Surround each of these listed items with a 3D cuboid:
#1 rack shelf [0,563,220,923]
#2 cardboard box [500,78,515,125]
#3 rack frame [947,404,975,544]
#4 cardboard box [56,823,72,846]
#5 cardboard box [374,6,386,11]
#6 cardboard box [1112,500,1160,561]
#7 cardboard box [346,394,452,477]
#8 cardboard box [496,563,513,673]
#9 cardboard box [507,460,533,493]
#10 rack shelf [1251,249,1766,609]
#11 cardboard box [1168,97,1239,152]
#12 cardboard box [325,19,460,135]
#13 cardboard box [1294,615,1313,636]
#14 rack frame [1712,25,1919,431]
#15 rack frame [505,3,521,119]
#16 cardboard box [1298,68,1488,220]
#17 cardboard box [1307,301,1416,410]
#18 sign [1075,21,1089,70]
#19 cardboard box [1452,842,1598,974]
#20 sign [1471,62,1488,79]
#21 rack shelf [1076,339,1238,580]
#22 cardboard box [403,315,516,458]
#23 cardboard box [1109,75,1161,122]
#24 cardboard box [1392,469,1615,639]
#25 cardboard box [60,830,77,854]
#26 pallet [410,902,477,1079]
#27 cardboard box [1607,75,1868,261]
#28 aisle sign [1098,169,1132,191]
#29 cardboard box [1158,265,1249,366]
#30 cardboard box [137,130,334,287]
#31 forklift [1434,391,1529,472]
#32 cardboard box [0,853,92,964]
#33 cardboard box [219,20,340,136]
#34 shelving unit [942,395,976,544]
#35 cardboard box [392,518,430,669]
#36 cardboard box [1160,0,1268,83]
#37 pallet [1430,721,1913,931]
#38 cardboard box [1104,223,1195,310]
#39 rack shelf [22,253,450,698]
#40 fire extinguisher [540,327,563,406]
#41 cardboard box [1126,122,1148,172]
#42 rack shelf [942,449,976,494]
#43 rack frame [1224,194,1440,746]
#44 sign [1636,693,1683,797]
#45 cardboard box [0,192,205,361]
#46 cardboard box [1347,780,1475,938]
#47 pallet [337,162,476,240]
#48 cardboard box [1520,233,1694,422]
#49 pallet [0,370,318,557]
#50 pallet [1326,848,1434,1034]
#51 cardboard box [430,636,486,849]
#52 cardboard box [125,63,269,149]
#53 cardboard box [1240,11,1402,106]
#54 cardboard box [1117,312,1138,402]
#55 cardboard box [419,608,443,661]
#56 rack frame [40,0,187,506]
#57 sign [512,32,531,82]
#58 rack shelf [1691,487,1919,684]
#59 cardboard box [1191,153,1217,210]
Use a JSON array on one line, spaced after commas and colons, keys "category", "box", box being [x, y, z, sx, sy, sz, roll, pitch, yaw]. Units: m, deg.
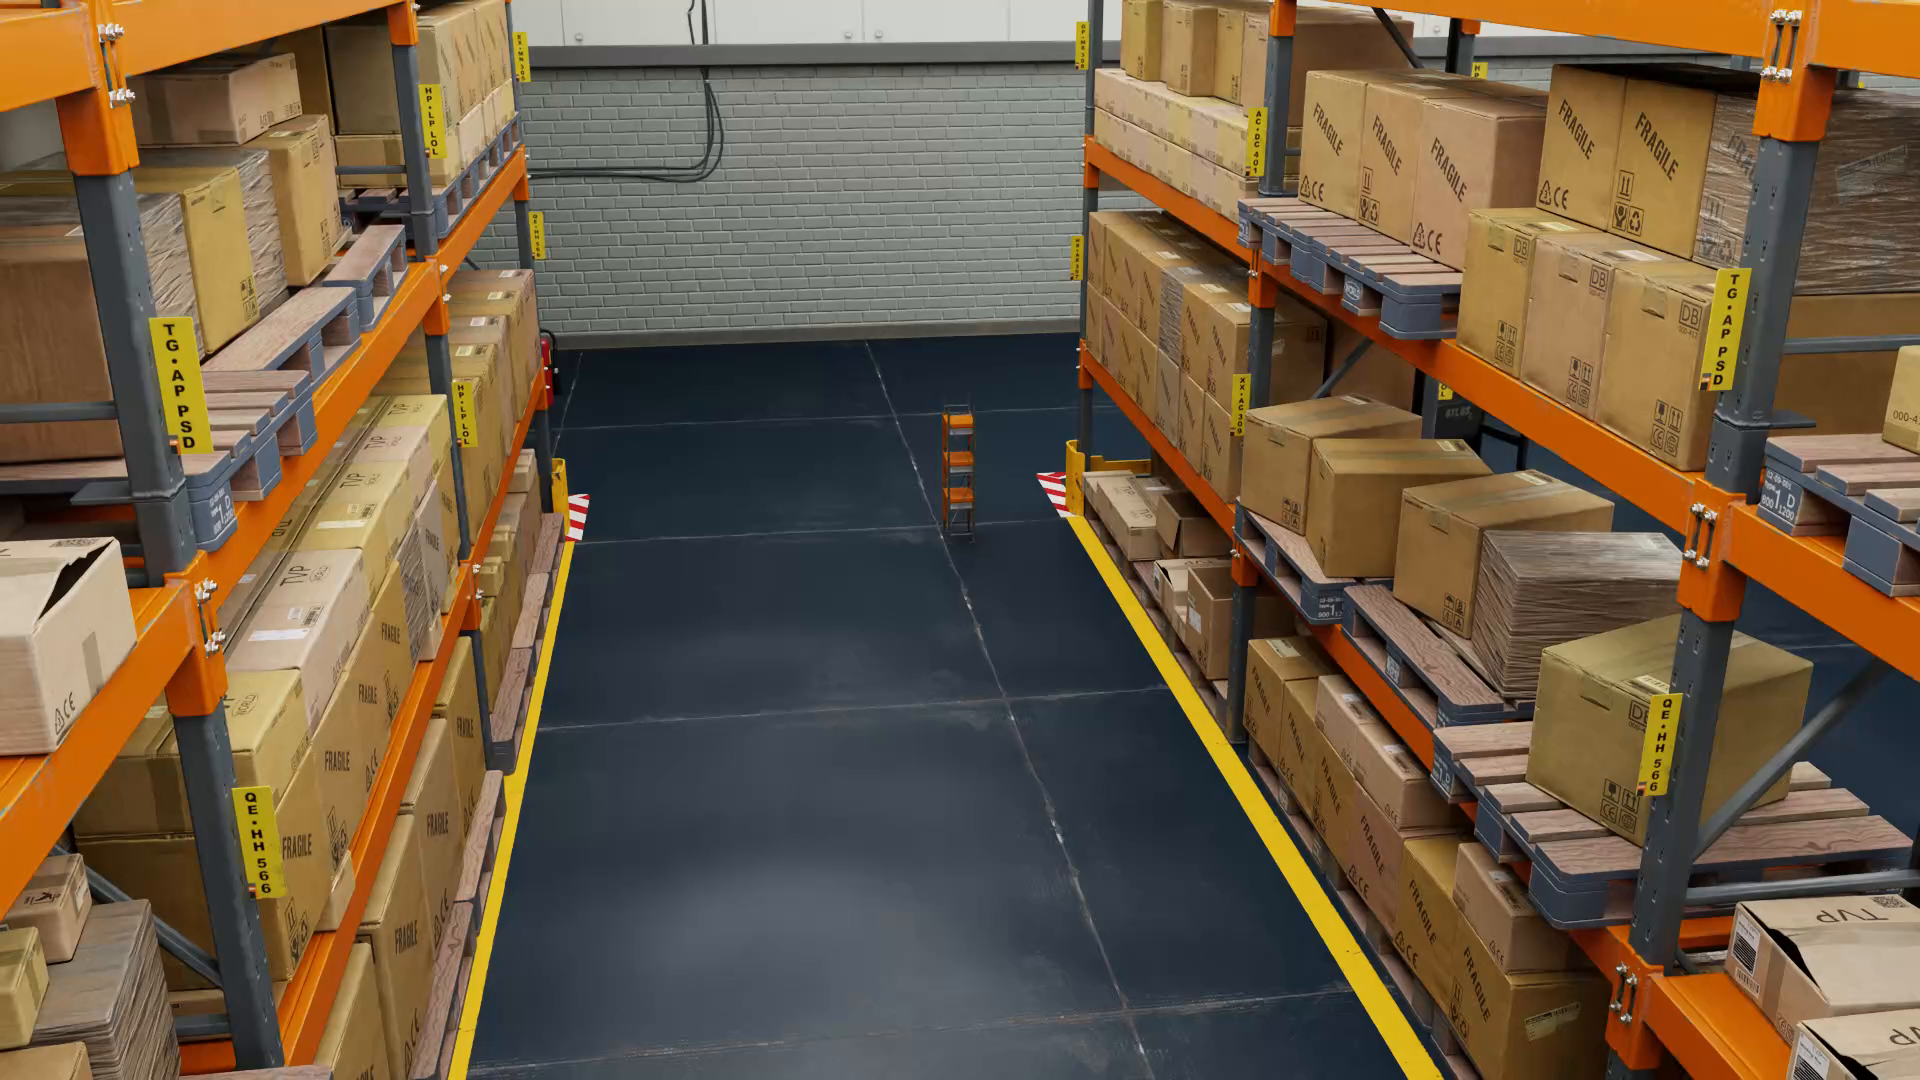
[{"category": "rack shelf", "box": [-2.056, 0.943, 2.145, 1.077, 0.370, 4.000, -3, 21, -8]}, {"category": "cardboard box", "box": [-3.130, -2.789, 10.581, 0.500, 0.250, 0.500, -2, 21, -6]}, {"category": "rack frame", "box": [0.010, -0.468, 11.969, 0.200, 1.050, 0.008, -3, 21, -8]}, {"category": "cardboard box", "box": [-2.667, 0.628, 4.579, 0.500, 0.250, 0.500, -2, 21, -6]}, {"category": "cardboard box", "box": [-3.489, -2.758, 9.425, 0.500, 0.500, 0.500, -3, 21, -8]}, {"category": "cardboard box", "box": [1.345, -0.071, 11.421, 0.500, 0.250, 0.500, -3, 21, -8]}, {"category": "cardboard box", "box": [-2.601, -0.464, 7.503, 0.500, 0.250, 0.500, -2, 21, -6]}, {"category": "cardboard box", "box": [-2.997, 0.470, 9.643, 0.700, 0.500, 0.500, -3, 21, -8]}, {"category": "cardboard box", "box": [-3.062, -0.419, 11.097, 0.380, 0.149, 0.250, -2, 21, -6]}, {"category": "rack shelf", "box": [2.268, -0.693, 6.525, 1.077, 0.370, 4.000, -3, 21, -8]}, {"category": "cardboard box", "box": [1.503, -2.387, 9.534, 0.500, 0.250, 0.500, -3, 21, -8]}, {"category": "cardboard box", "box": [-2.747, -2.257, 8.084, 0.500, 0.500, 0.500, -3, 21, -8]}, {"category": "cardboard box", "box": [2.134, 0.580, 9.590, 0.500, 0.311, 0.500, -3, 21, -8]}, {"category": "rack frame", "box": [2.557, -1.743, 4.020, 1.000, 3.000, 0.127, -3, 21, -8]}, {"category": "rack frame", "box": [-3.498, -4.261, 10.764, 1.000, 3.000, 0.127, -3, 21, -8]}, {"category": "cardboard box", "box": [1.980, -1.835, 7.668, 0.600, 0.600, 0.600, -5, 21, -13]}, {"category": "cardboard box", "box": [2.191, -1.010, 9.060, 0.500, 0.500, 0.500, -2, 21, -6]}, {"category": "sign", "box": [0.866, -3.489, 11.735, 0.100, 0.325, 0.005, -3, 21, -8]}, {"category": "cardboard box", "box": [2.177, 1.350, 6.186, 0.500, 0.250, 0.500, -2, 21, -6]}, {"category": "sign", "box": [2.529, -2.178, 8.172, 0.100, 0.325, 0.005, -3, 21, -8]}, {"category": "rack shelf", "box": [1.692, -0.673, 10.758, 1.077, 0.370, 4.000, -3, 21, -8]}, {"category": "cardboard box", "box": [-3.198, -0.900, 9.909, 0.980, 0.700, 0.700, -4, 21, -10]}, {"category": "cardboard box", "box": [1.285, -2.907, 10.924, 0.500, 0.250, 0.500, -3, 21, -8]}, {"category": "cardboard box", "box": [2.296, 0.048, 7.058, 0.700, 0.500, 0.500, -8, 22, -21]}, {"category": "cardboard box", "box": [-2.674, 0.973, 4.727, 0.500, 0.500, 0.500, -3, 21, -7]}, {"category": "pallet", "box": [-2.556, 1.927, 6.755, 1.003, 0.211, 1.213, -3, 21, -8]}, {"category": "cardboard box", "box": [2.426, -1.181, 5.231, 0.500, 0.500, 0.500, -3, 21, -8]}, {"category": "aisle sign", "box": [1.103, -2.929, 12.055, 0.394, 0.787, 0.004, -3, 21, -8]}, {"category": "cardboard box", "box": [1.502, -1.346, 9.961, 0.500, 0.500, 0.500, -3, 21, -7]}, {"category": "cardboard box", "box": [-2.759, -1.224, 6.149, 0.700, 0.500, 0.500, -3, 21, -9]}, {"category": "forklift", "box": [3.480, -1.373, 11.703, 1.130, 2.935, 3.031, -9, 22, -23]}, {"category": "cardboard box", "box": [-2.265, 0.880, 3.874, 0.380, 0.149, 0.250, -6, 21, -15]}, {"category": "cardboard box", "box": [-3.253, -2.226, 8.001, 0.500, 0.500, 0.500, -3, 21, -8]}, {"category": "shelving unit", "box": [-0.008, -0.510, 12.082, 0.215, 1.050, 0.252, -3, 21, -8]}, {"category": "cardboard box", "box": [-2.458, 0.236, 6.700, 0.500, 0.500, 0.500, -3, 21, -8]}, {"category": "cardboard box", "box": [1.660, -3.100, 10.371, 0.700, 0.500, 0.500, -3, 21, -8]}, {"category": "pallet", "box": [2.389, 0.927, 5.723, 1.213, 0.211, 1.003, -3, 21, -8]}, {"category": "cardboard box", "box": [1.289, -1.870, 11.363, 0.500, 0.500, 0.500, -3, 21, -7]}, {"category": "rack shelf", "box": [-2.633, -0.442, 5.853, 1.077, 0.370, 4.000, -3, 21, -8]}, {"category": "fire extinguisher", "box": [-3.063, -1.315, 12.095, 0.296, 0.674, 0.183, -3, 21, -8]}, {"category": "cardboard box", "box": [1.359, -2.499, 10.548, 0.500, 0.250, 0.500, -3, 21, -8]}, {"category": "rack shelf", "box": [-0.008, -0.500, 12.086, 0.215, 0.259, 0.240, -3, 21, -8]}, {"category": "rack frame", "box": [1.980, -0.317, 8.778, 1.000, 3.000, 0.127, -3, 21, -8]}, {"category": "sign", "box": [2.021, 0.593, 4.799, 0.100, 0.325, 0.005, -3, 21, -8]}, {"category": "cardboard box", "box": [-2.600, -0.685, 4.704, 0.700, 0.500, 0.500, -4, 21, -11]}, {"category": "cardboard box", "box": [2.033, 1.360, 7.231, 0.500, 0.500, 0.500, -4, 21, -10]}, {"category": "pallet", "box": [-3.029, -1.713, 8.356, 1.003, 0.211, 1.213, -3, 21, -8]}, {"category": "cardboard box", "box": [2.387, -0.710, 5.400, 0.910, 0.500, 0.500, -3, 21, -8]}, {"category": "pallet", "box": [-2.490, -0.218, 4.496, 1.213, 0.211, 1.003, -2, 21, -5]}, {"category": "pallet", "box": [2.314, 1.692, 7.384, 1.003, 0.211, 1.213, -3, 21, -8]}, {"category": "cardboard box", "box": [-2.699, 0.963, 7.823, 0.750, 0.750, 0.750, -3, 21, -7]}, {"category": "cardboard box", "box": [-2.830, -1.574, 6.012, 0.500, 0.250, 0.500, -4, 21, -9]}, {"category": "cardboard box", "box": [1.940, -2.584, 8.989, 0.700, 0.500, 0.500, -3, 21, -8]}, {"category": "cardboard box", "box": [1.356, -1.230, 11.078, 0.500, 0.500, 0.500, -3, 21, -8]}, {"category": "cardboard box", "box": [-2.444, 0.412, 7.157, 0.380, 0.149, 0.250, -3, 21, -8]}, {"category": "rack frame", "box": [-2.345, -1.491, 3.348, 1.000, 3.000, 0.127, -3, 21, -8]}, {"category": "sign", "box": [-2.959, -3.256, 11.208, 0.100, 0.325, 0.005, -3, 21, -8]}, {"category": "rack shelf", "box": [2.845, 0.692, 2.817, 1.077, 0.370, 4.000, -3, 21, -8]}, {"category": "cardboard box", "box": [1.585, -1.981, 9.159, 0.500, 0.250, 0.500, -3, 21, -8]}]
